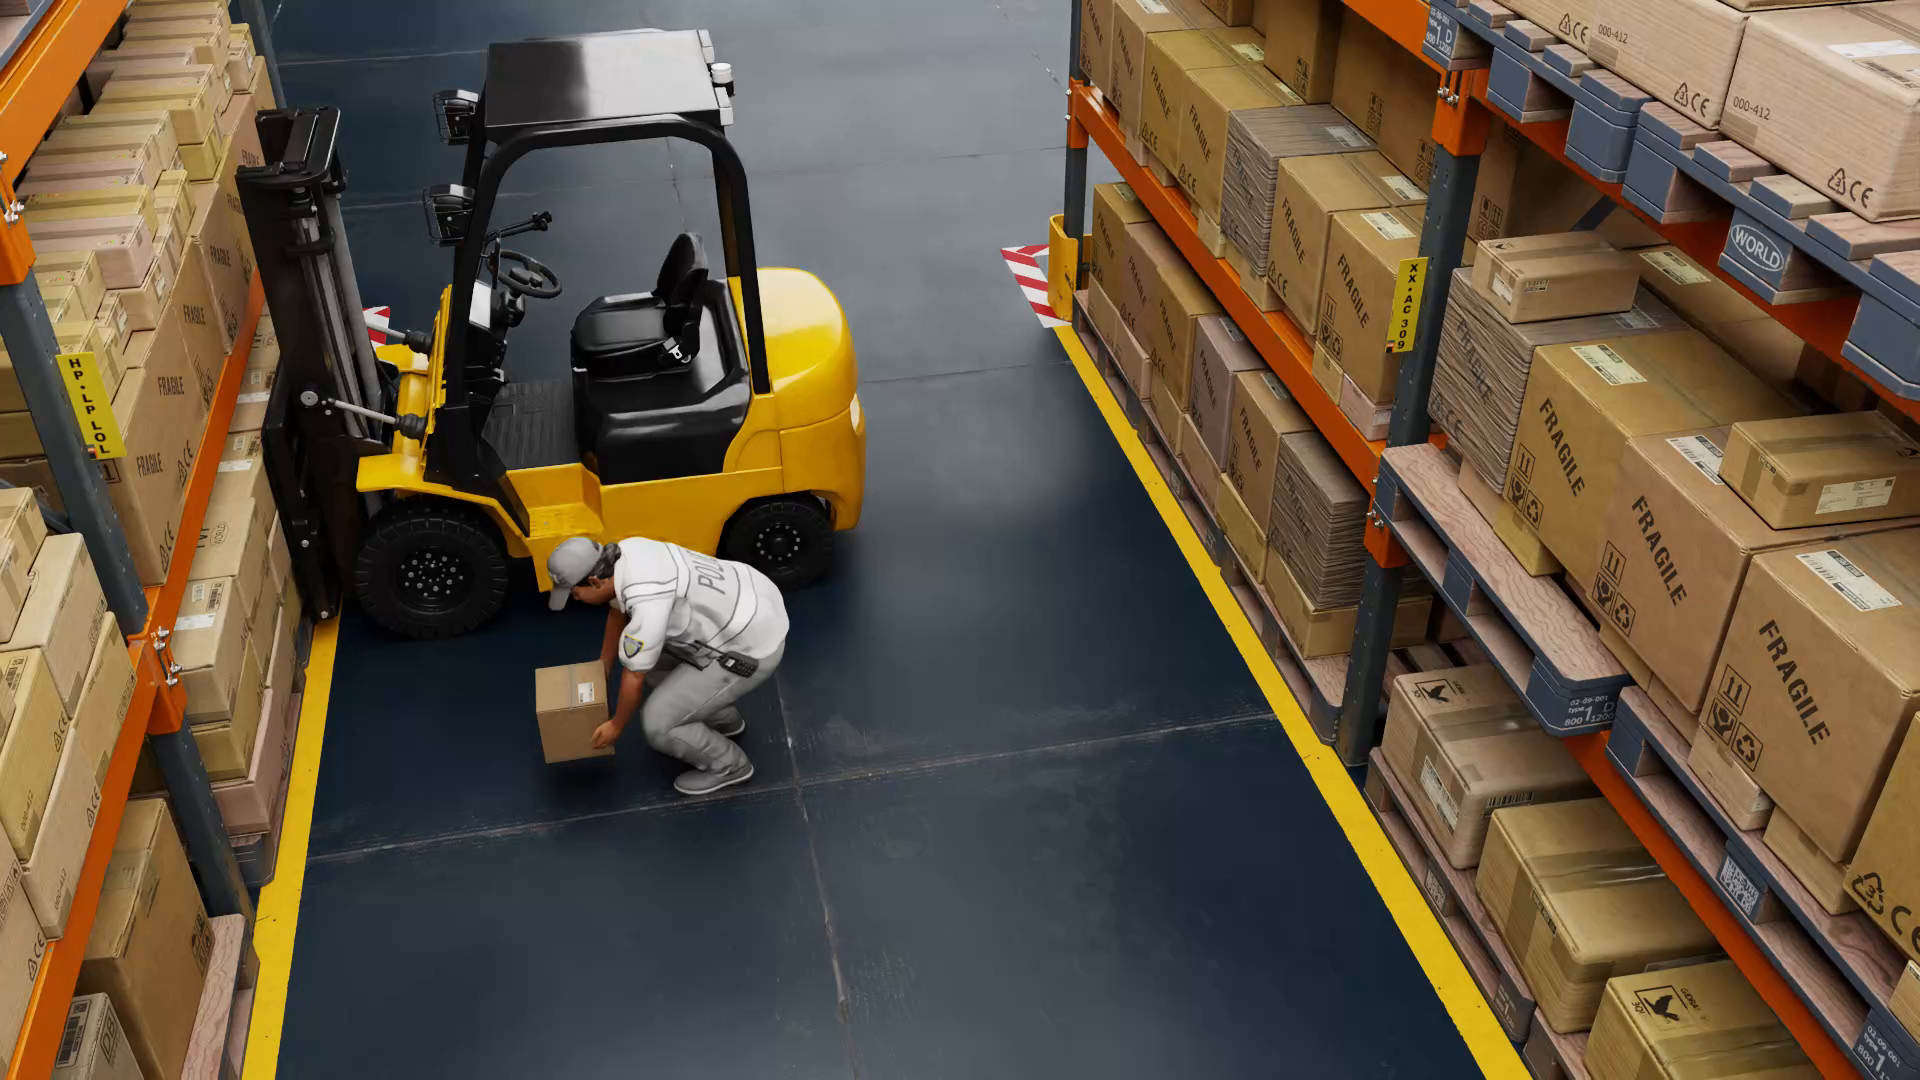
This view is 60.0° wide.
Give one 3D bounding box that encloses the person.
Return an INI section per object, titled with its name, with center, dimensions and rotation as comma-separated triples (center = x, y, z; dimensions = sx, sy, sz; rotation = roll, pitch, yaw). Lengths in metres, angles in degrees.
[person]
center = -1.031, 0.411, 6.042
dimensions = 0.827, 1.108, 0.537
rotation = -7, 35, -10
